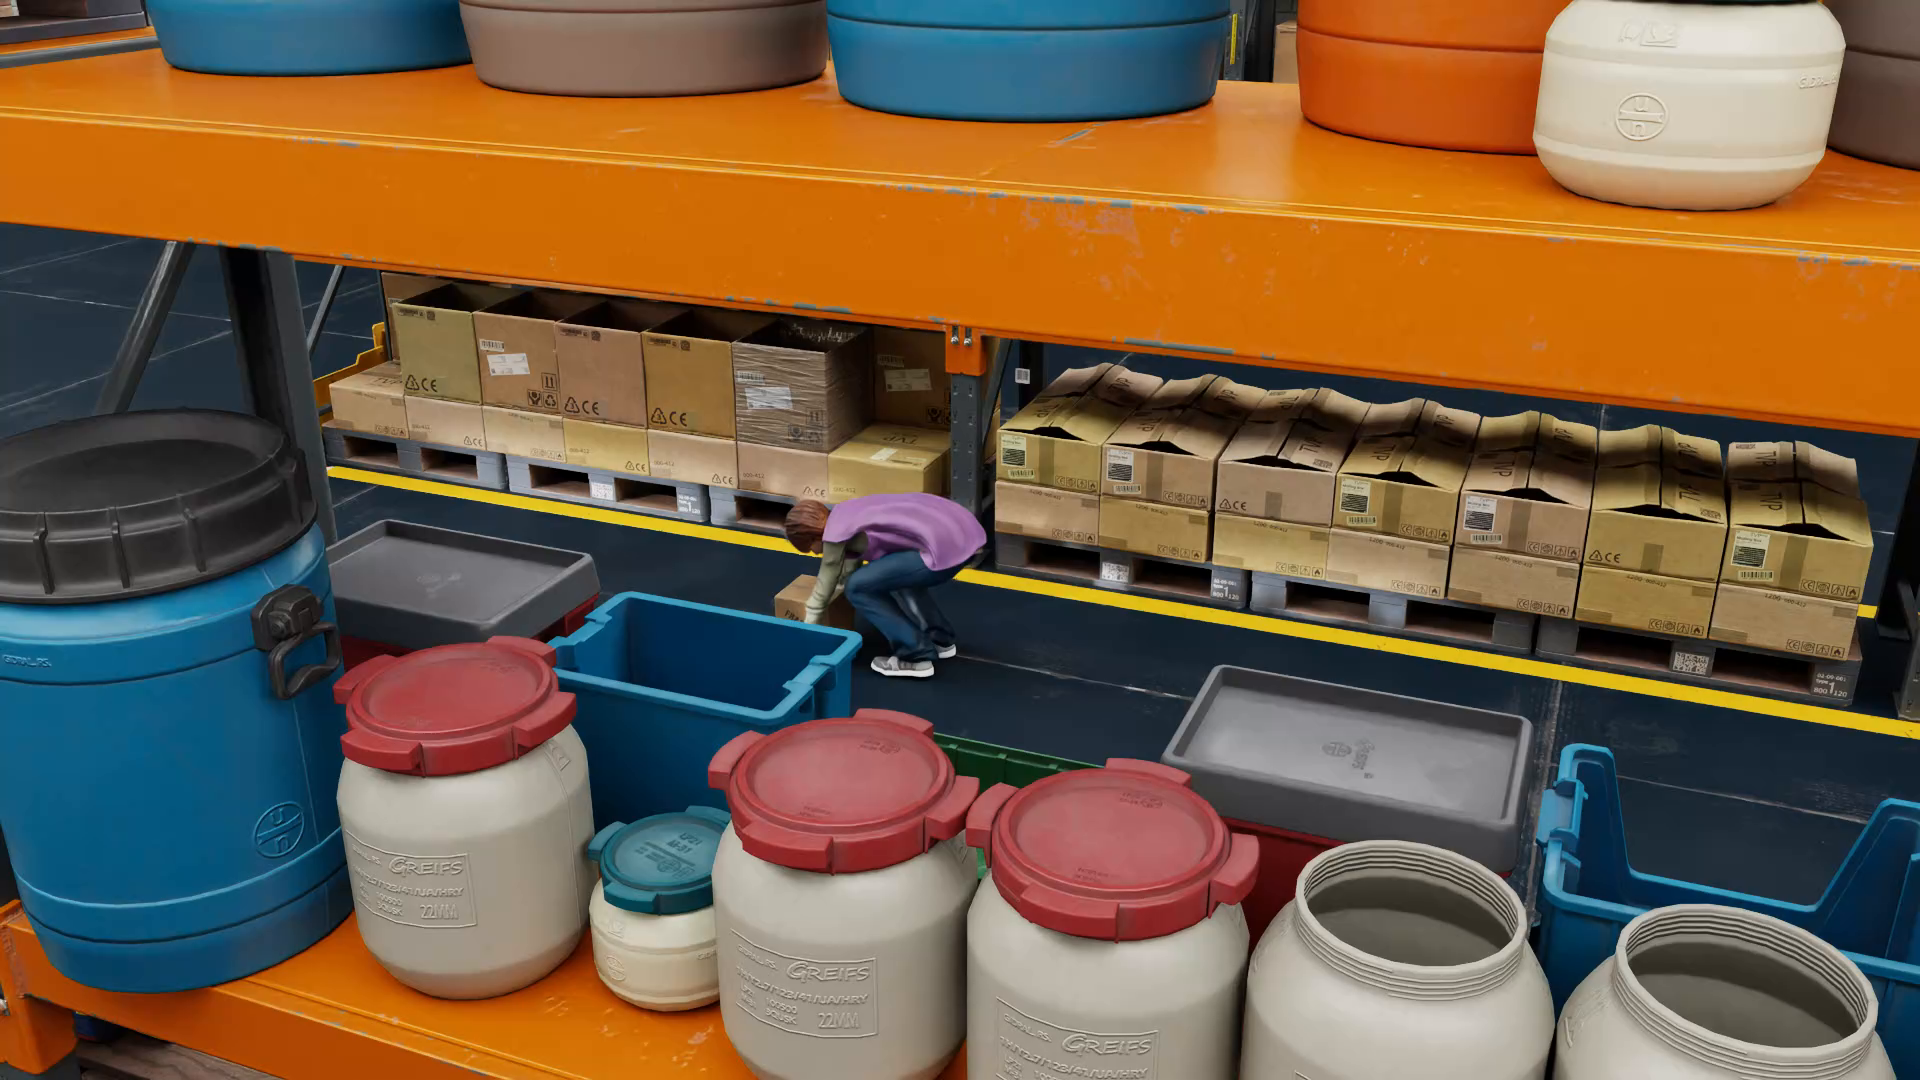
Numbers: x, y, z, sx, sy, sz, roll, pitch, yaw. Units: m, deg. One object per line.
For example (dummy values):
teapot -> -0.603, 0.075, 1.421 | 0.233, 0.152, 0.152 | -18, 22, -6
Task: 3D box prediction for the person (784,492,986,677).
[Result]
person -> -0.320, 0.160, 6.853 | 0.872, 0.764, 0.427 | 9, 24, 21
